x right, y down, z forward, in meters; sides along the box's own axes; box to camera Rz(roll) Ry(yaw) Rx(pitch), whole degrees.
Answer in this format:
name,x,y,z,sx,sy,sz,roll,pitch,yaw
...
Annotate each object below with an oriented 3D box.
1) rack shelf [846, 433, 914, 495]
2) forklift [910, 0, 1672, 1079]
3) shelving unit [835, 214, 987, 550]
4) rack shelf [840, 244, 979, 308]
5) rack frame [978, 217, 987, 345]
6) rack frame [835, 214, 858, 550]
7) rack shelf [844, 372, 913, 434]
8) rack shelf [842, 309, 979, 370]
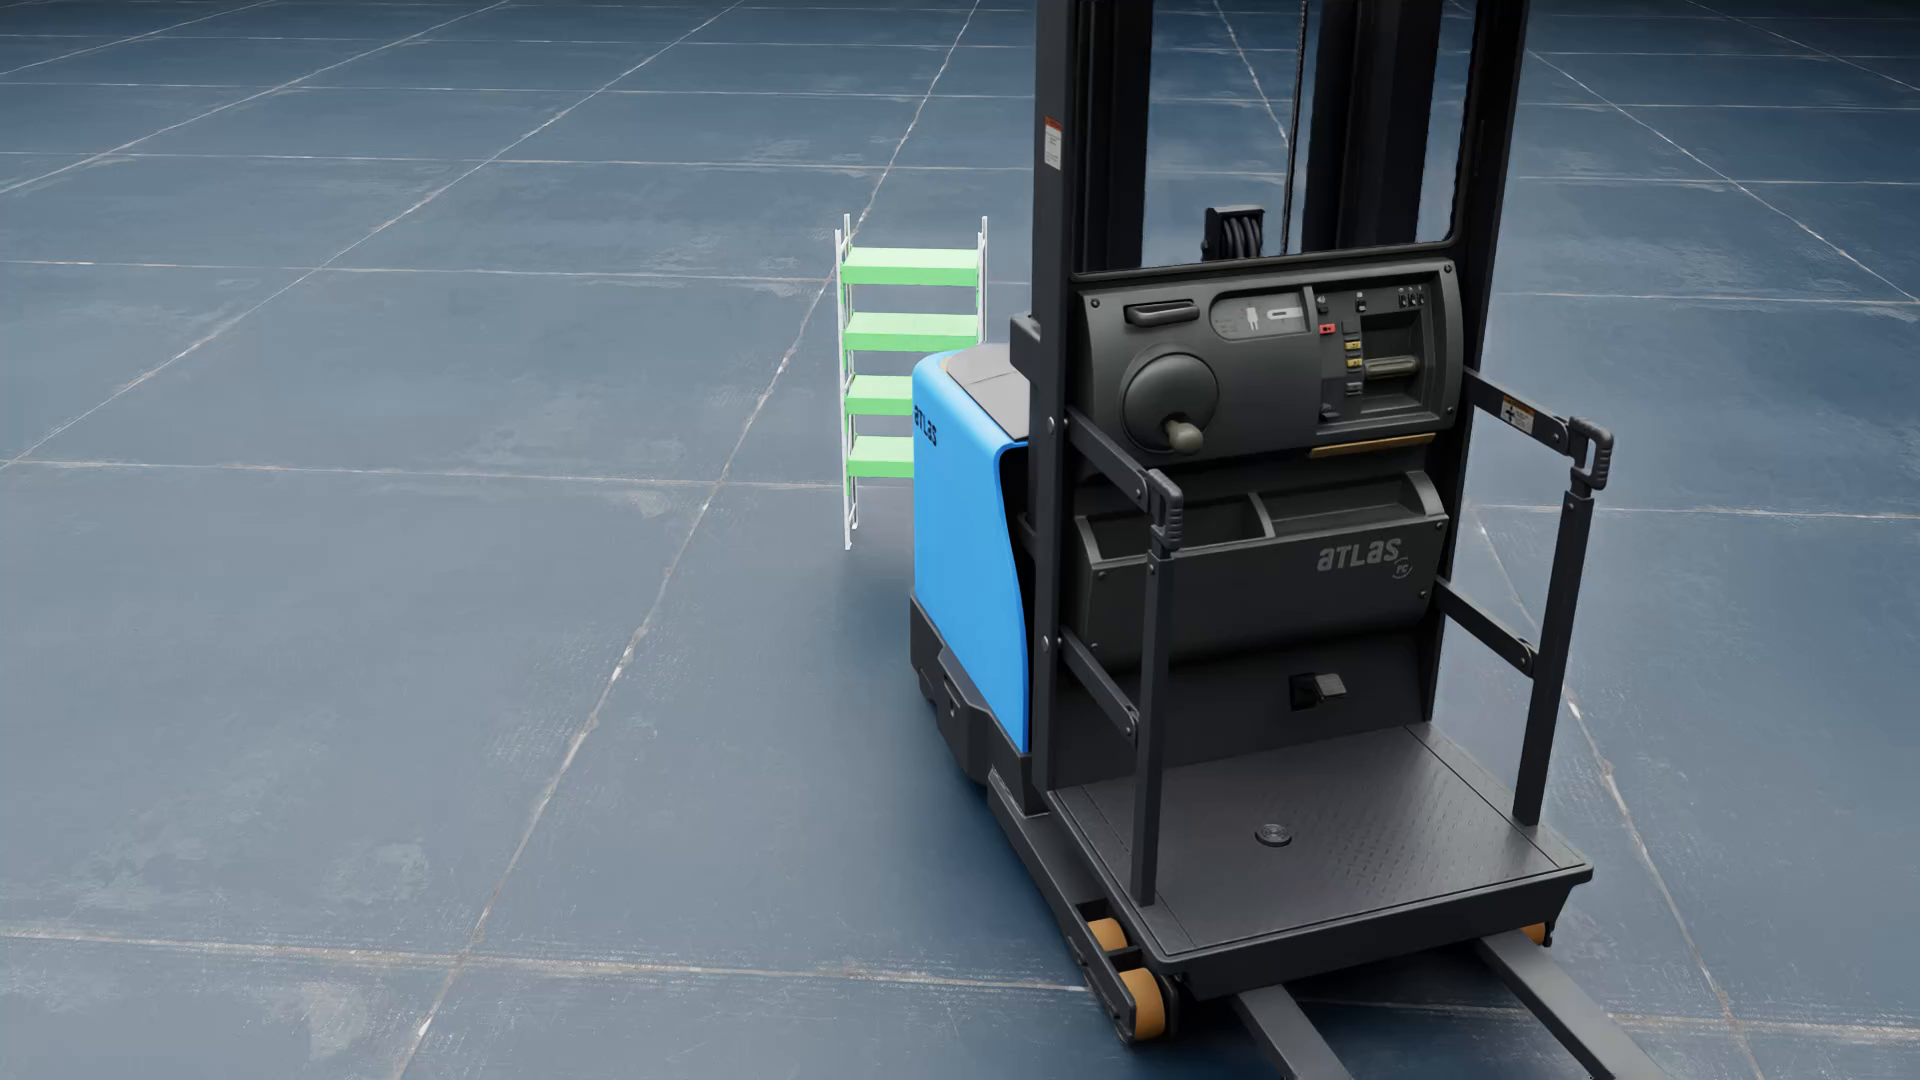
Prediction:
name,x,y,z,sx,sy,sz,roll,pitch,yaw
rack shelf,-0.165,-0.274,6.138,0.480,0.148,0.258,2,25,4
forklift,0.787,-0.381,3.572,1.130,2.935,3.031,-8,26,-16
shelving unit,-0.165,-0.550,6.011,0.503,1.200,0.258,2,25,4
rack shelf,-0.165,-0.928,5.837,0.480,0.148,0.258,2,25,4
rack frame,0.078,-0.543,5.994,0.015,1.200,0.240,2,25,4
rack frame,-0.408,-0.558,6.028,0.015,1.200,0.240,2,25,4
rack shelf,-0.165,-0.492,6.037,0.480,0.148,0.258,2,25,4
rack shelf,-0.165,-0.710,5.937,0.480,0.148,0.258,2,25,4
